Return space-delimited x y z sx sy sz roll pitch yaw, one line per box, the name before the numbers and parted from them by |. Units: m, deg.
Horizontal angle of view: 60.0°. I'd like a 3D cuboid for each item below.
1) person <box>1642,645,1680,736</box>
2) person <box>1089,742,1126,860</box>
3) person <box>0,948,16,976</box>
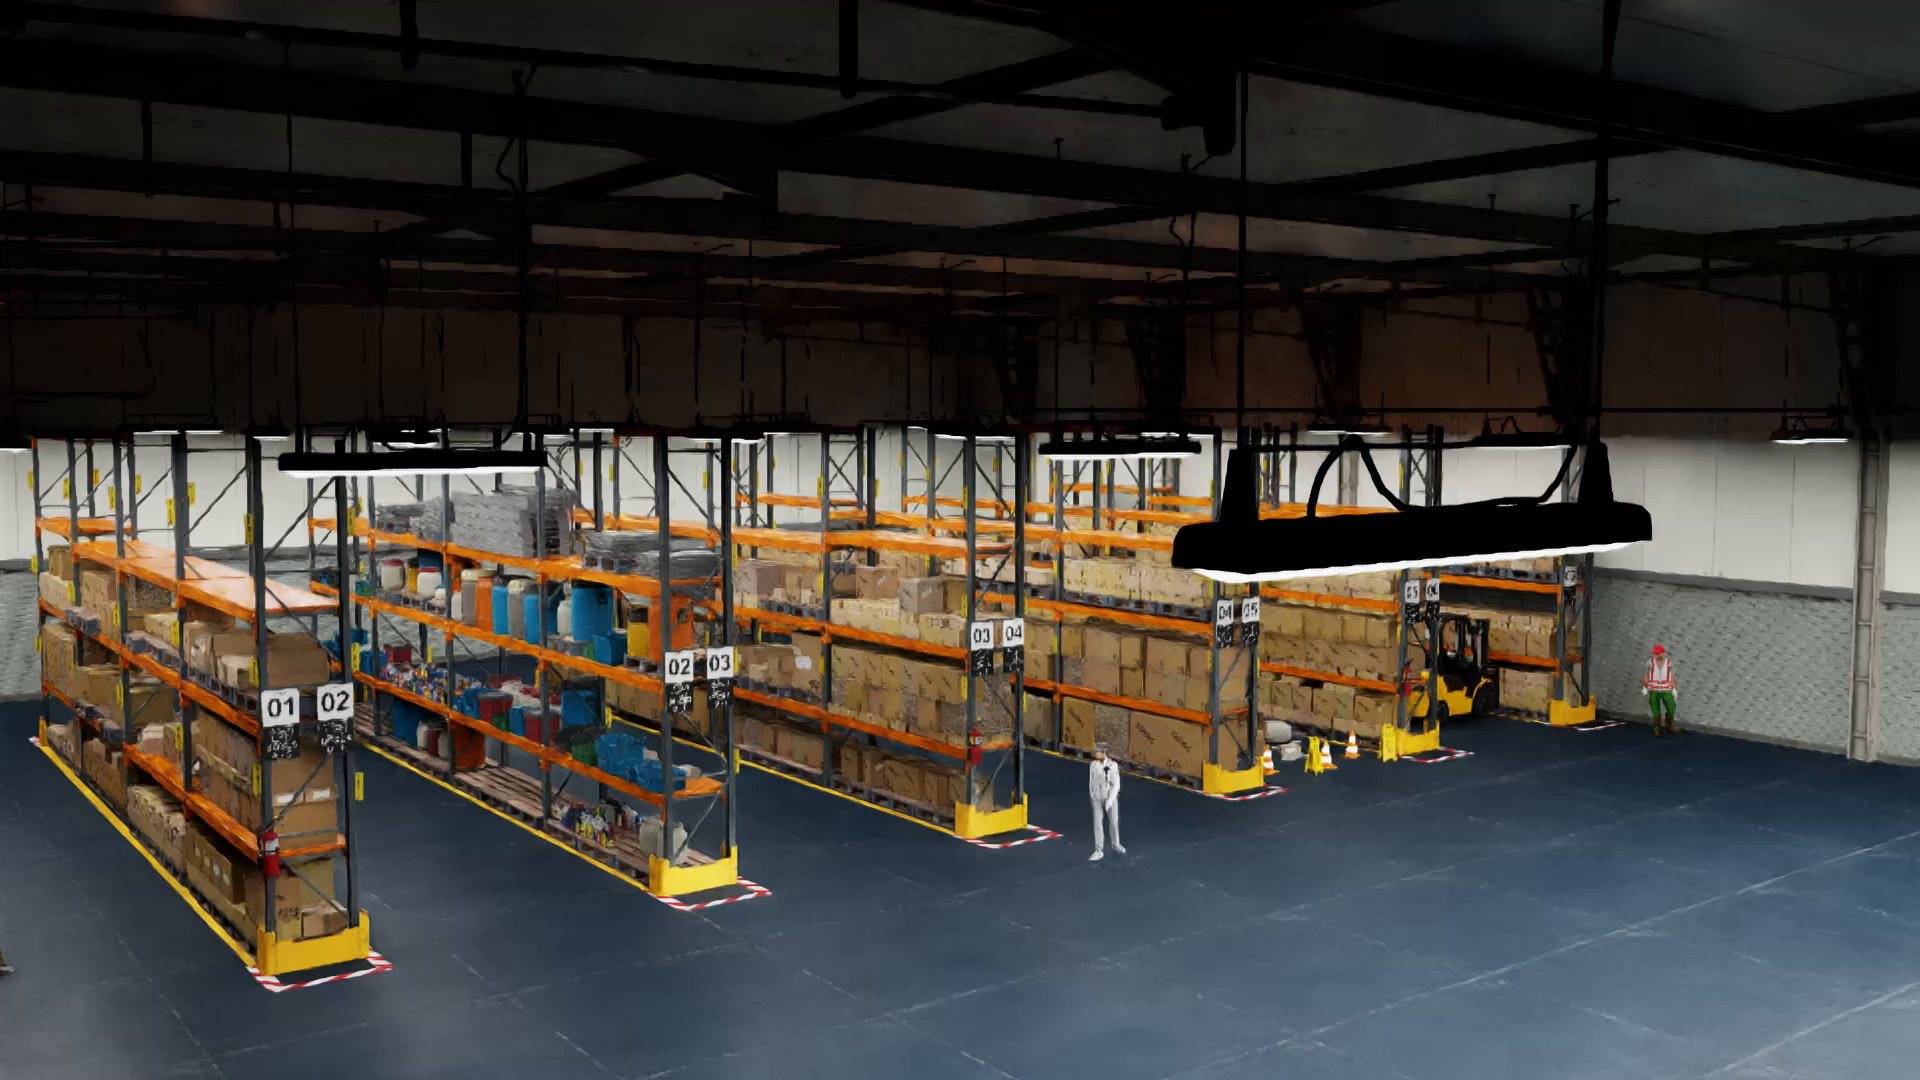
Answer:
person | 13.591 2.906 32.186 0.703 1.779 0.459 2 5 20
person | 2.061 3.656 23.538 0.496 1.656 0.678 2 5 25
person | -11.046 4.045 18.487 1.031 1.679 0.635 3 5 31
